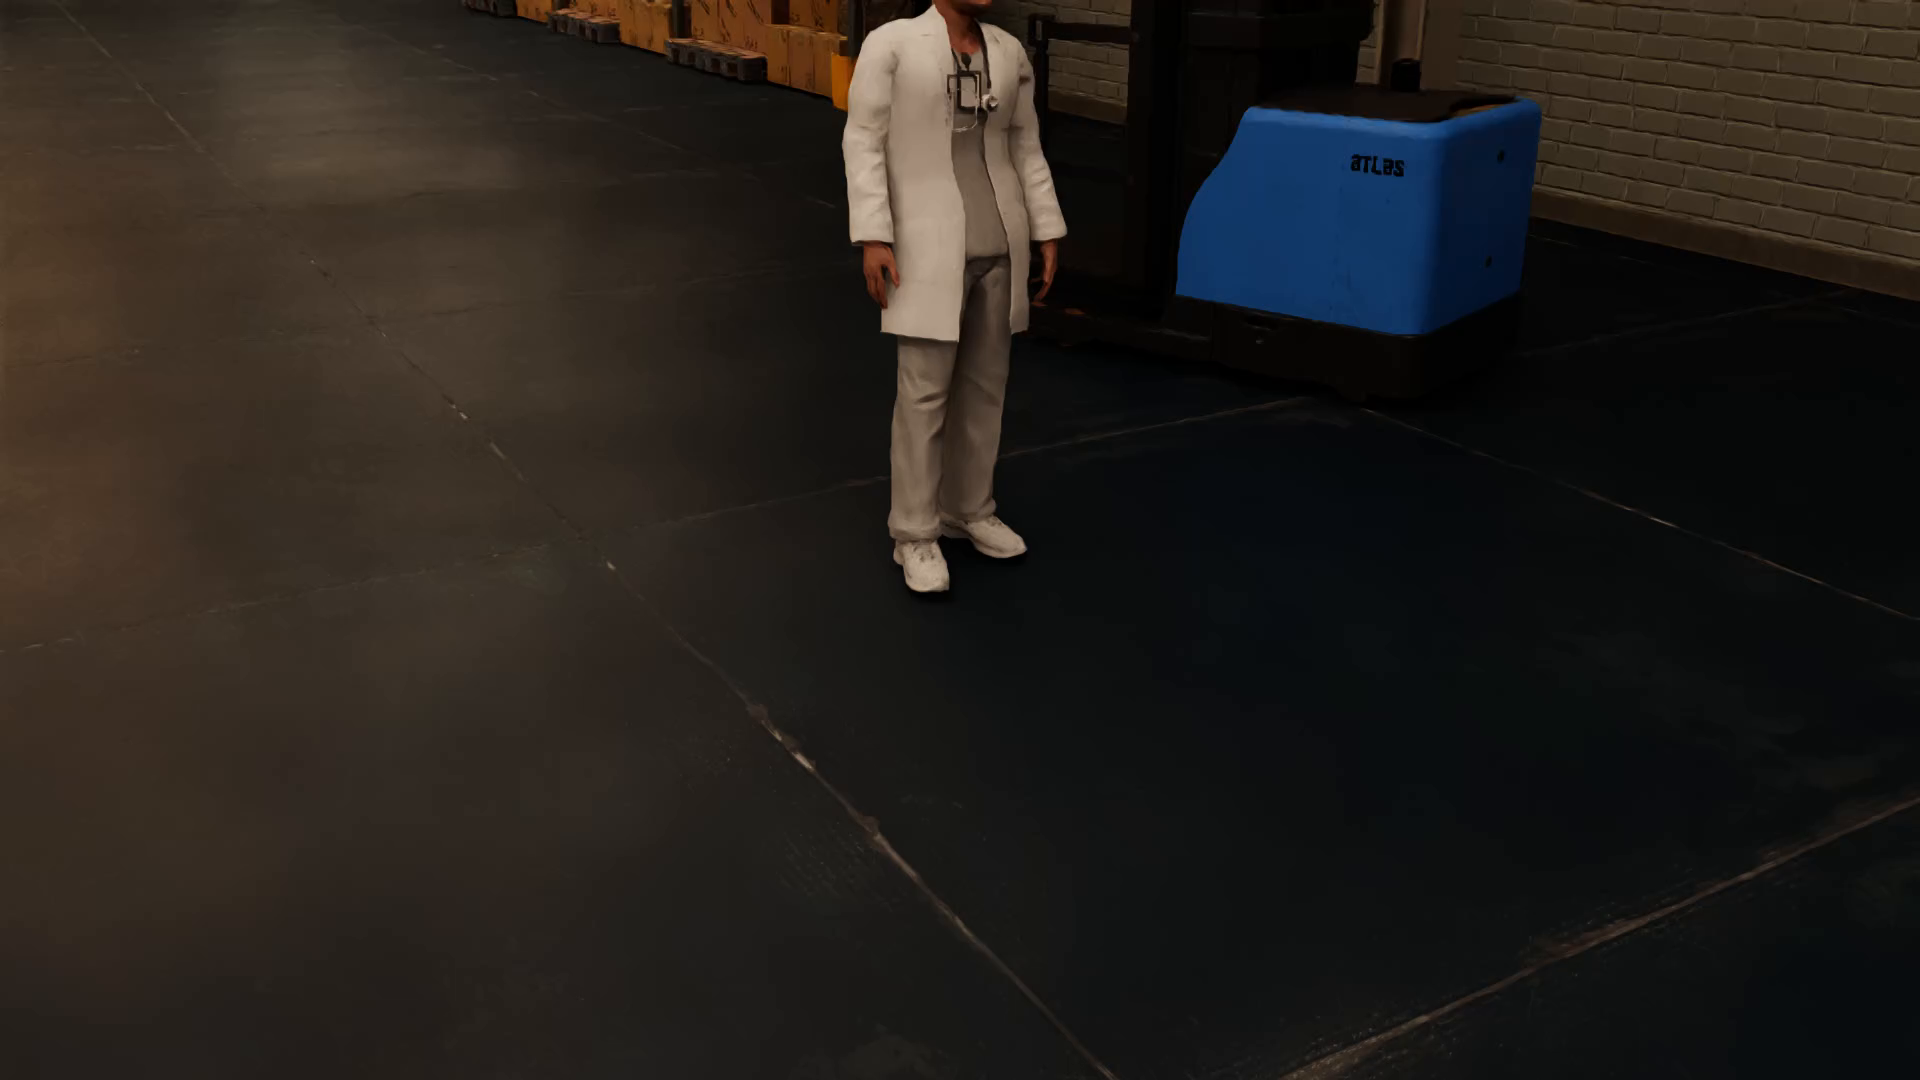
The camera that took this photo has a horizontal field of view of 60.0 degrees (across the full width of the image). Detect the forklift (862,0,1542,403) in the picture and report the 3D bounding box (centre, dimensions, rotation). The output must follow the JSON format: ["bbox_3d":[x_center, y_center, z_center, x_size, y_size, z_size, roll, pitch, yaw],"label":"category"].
[{"bbox_3d":[0.854,-2.323,6.935,3.031,2.935,1.130,18,28,36],"label":"forklift"}]

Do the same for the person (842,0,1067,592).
[{"bbox_3d":[0.042,-0.798,4.719,0.694,1.776,0.579,-12,25,-28],"label":"person"}]
